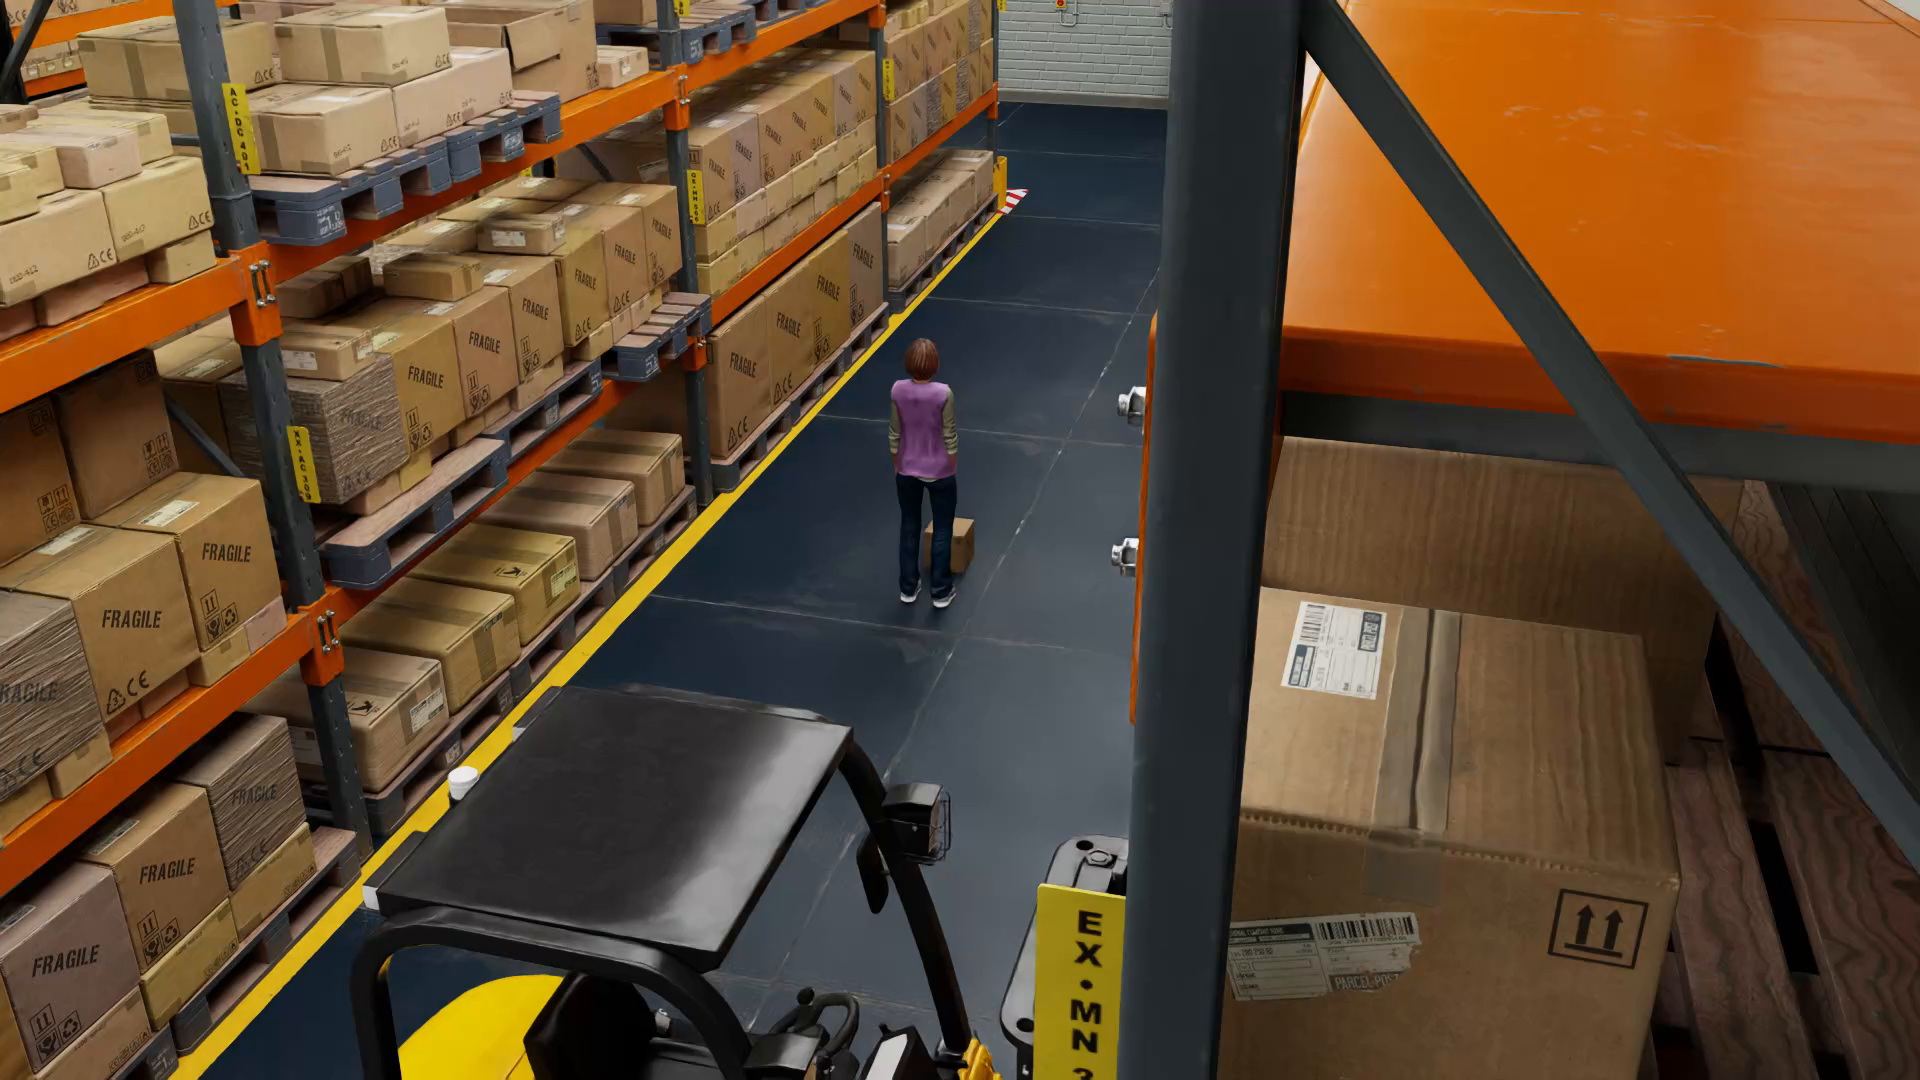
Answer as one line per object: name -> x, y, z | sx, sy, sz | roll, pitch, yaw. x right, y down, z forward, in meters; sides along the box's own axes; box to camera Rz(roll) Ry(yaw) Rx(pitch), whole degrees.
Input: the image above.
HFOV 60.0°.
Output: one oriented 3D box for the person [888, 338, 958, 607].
person -> -0.206, -0.382, 9.416 | 0.405, 1.596, 0.312 | 7, 27, 14
